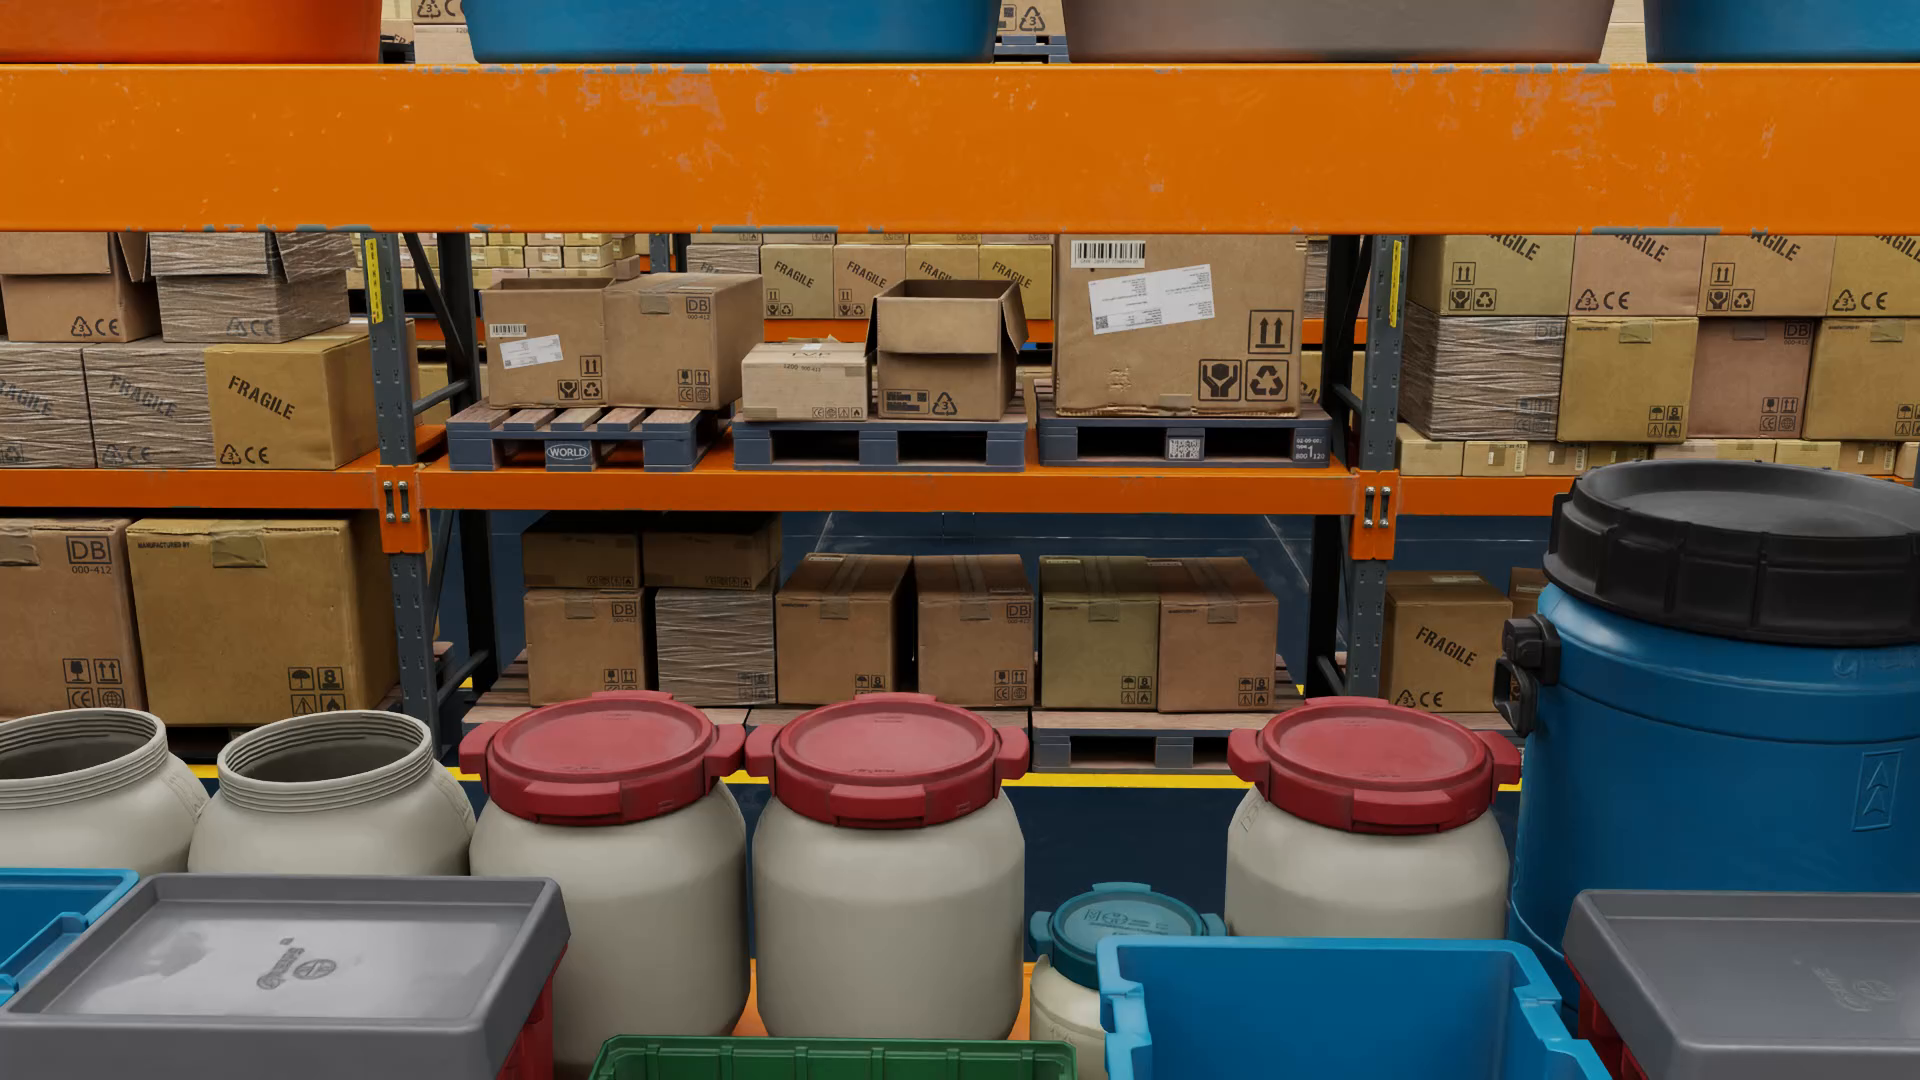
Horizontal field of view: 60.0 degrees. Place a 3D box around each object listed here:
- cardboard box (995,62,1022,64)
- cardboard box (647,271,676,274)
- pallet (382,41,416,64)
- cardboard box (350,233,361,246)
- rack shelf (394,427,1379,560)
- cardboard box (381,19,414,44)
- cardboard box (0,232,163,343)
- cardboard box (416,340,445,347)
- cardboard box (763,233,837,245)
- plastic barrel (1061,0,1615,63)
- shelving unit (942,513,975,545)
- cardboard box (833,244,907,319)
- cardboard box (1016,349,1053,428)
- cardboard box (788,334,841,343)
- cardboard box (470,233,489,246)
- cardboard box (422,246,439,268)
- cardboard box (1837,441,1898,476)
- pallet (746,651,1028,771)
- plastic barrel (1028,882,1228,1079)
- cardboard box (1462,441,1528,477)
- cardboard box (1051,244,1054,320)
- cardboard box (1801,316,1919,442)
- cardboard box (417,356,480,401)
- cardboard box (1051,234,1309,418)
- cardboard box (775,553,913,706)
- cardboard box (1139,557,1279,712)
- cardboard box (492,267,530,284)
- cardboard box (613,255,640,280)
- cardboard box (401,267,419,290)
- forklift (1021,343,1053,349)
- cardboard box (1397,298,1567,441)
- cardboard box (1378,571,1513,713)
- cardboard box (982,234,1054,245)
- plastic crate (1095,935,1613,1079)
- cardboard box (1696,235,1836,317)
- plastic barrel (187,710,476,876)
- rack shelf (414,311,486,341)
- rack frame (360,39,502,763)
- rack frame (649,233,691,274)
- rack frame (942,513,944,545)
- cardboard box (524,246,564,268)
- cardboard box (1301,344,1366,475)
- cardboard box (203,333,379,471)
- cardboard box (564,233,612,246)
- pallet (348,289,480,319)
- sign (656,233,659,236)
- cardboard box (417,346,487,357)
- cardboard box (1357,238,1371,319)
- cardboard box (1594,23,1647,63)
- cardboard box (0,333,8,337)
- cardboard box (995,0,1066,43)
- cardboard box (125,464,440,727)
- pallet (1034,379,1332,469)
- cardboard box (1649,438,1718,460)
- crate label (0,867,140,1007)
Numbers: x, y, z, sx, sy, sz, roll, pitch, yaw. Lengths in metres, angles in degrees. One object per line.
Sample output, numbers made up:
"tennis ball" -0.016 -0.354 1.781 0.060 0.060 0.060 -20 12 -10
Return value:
"cardboard box" 0.350 -4.659 16.210 0.500 0.250 0.500 1 15 2
"cardboard box" -2.734 -2.331 17.136 0.875 0.875 0.875 0 15 1
"pallet" -2.944 -1.952 6.848 1.003 0.211 1.213 1 15 4
"cardboard box" -4.125 -2.133 11.546 0.250 0.149 0.380 1 15 3
"rack shelf" -0.299 -0.241 7.284 4.000 0.370 1.077 0 15 1
"cardboard box" -3.648 -3.308 11.423 0.500 0.500 0.500 0 15 1
"cardboard box" -3.681 -1.149 7.154 0.637 0.503 0.797 1 15 3
"cardboard box" -5.422 -2.347 17.199 0.875 0.875 0.875 1 15 3
"cardboard box" -1.117 -2.390 11.861 0.500 0.500 0.700 0 15 1
"plastic barrel" 0.406 -0.958 1.728 0.600 0.901 0.600 0 15 0
"shelving unit" -0.008 -0.435 10.725 0.210 0.900 0.258 0 15 1
"cardboard box" -0.617 -1.837 11.726 0.500 0.500 0.500 0 15 1
"cardboard box" 0.341 -0.944 12.124 0.750 0.750 1.050 0 15 1
"cardboard box" -0.625 -0.798 7.425 0.258 0.266 0.396 0 15 0
"cardboard box" -3.353 -2.126 11.523 0.250 0.149 0.380 1 15 3
"cardboard box" -3.605 -1.985 11.570 0.250 0.149 0.380 0 15 1
"cardboard box" 3.658 -0.380 6.893 0.250 0.149 0.380 0 15 1
"pallet" -0.301 0.760 7.544 1.213 0.211 1.003 0 15 1
"plastic barrel" 0.254 0.706 2.554 0.301 0.262 0.301 0 15 0
"cardboard box" 2.157 -0.371 6.860 0.250 0.149 0.380 0 15 1
"cardboard box" 0.894 -1.827 11.689 0.500 0.500 0.500 0 15 1
"cardboard box" 3.648 -0.746 7.008 0.500 0.500 0.875 0 15 1
"cardboard box" -3.774 -1.169 11.996 0.500 0.250 0.500 1 15 3
"cardboard box" 0.909 -1.110 7.168 1.000 1.000 1.000 0 15 2
"cardboard box" -0.507 0.395 7.499 0.500 0.500 0.700 2 15 6
"cardboard box" 1.087 0.410 7.442 0.500 0.500 0.700 -1 15 -3
"cardboard box" -3.081 -1.837 11.594 0.250 0.149 0.380 1 15 2
"cardboard box" -2.513 -2.002 12.218 0.250 0.149 0.380 0 15 1
"cardboard box" -3.858 -1.844 11.617 0.250 0.149 0.380 1 15 3
"forklift" 0.499 -2.657 15.165 1.130 2.935 3.031 9 17 31
"cardboard box" 2.148 -0.749 7.021 0.500 0.500 0.875 0 15 1
"cardboard box" 2.099 0.442 7.360 0.500 0.500 0.500 0 15 0
"cardboard box" 0.412 -2.380 11.825 0.500 0.500 0.700 0 15 2
"plastic crate" 0.463 0.767 2.084 0.575 0.384 0.392 0 15 1
"cardboard box" 3.143 -1.178 6.684 0.500 0.500 0.500 0 15 1
"plastic barrel" -0.970 0.562 2.611 0.421 0.512 0.421 0 15 0
"rack shelf" -4.070 -1.531 12.175 4.000 0.370 1.077 0 15 1
"rack frame" -2.299 -0.602 7.242 0.127 3.000 1.000 0 15 1
"rack frame" -2.071 -1.866 12.034 0.127 3.000 1.000 0 15 1
"rack frame" -0.110 -0.436 10.728 0.006 0.900 0.240 0 15 1
"cardboard box" -2.843 -1.980 11.551 0.250 0.149 0.380 1 15 4
"cardboard box" 2.555 -0.994 12.069 0.875 0.875 0.875 1 15 2
"cardboard box" -2.798 -0.590 7.002 0.500 0.500 0.500 1 15 3
"cardboard box" -2.573 -2.122 11.505 0.250 0.149 0.380 0 15 -1
"pallet" -4.051 -1.776 12.067 1.213 0.211 1.003 0 15 1
"sign" -2.075 -2.249 11.371 0.005 0.325 0.100 0 15 1
"cardboard box" -3.755 -1.299 12.491 0.500 0.250 0.500 0 15 2
"cardboard box" 2.847 -1.916 11.926 0.550 0.550 0.875 0 15 1
"cardboard box" 2.672 -1.883 6.513 0.500 0.250 0.500 0 15 1
"cardboard box" -4.324 -0.601 7.043 0.500 0.500 0.500 1 15 2
"cardboard box" 0.291 -2.314 6.823 0.637 0.503 0.797 1 15 4
"cardboard box" -2.988 0.212 7.496 0.875 0.875 1.225 0 15 -1
"pallet" 0.940 -0.525 7.327 1.213 0.211 1.003 0 15 1
"cardboard box" 2.906 -0.366 6.838 0.250 0.149 0.380 0 15 1
"crate label" -1.439 0.719 2.164 0.616 0.435 0.502 0 15 1
